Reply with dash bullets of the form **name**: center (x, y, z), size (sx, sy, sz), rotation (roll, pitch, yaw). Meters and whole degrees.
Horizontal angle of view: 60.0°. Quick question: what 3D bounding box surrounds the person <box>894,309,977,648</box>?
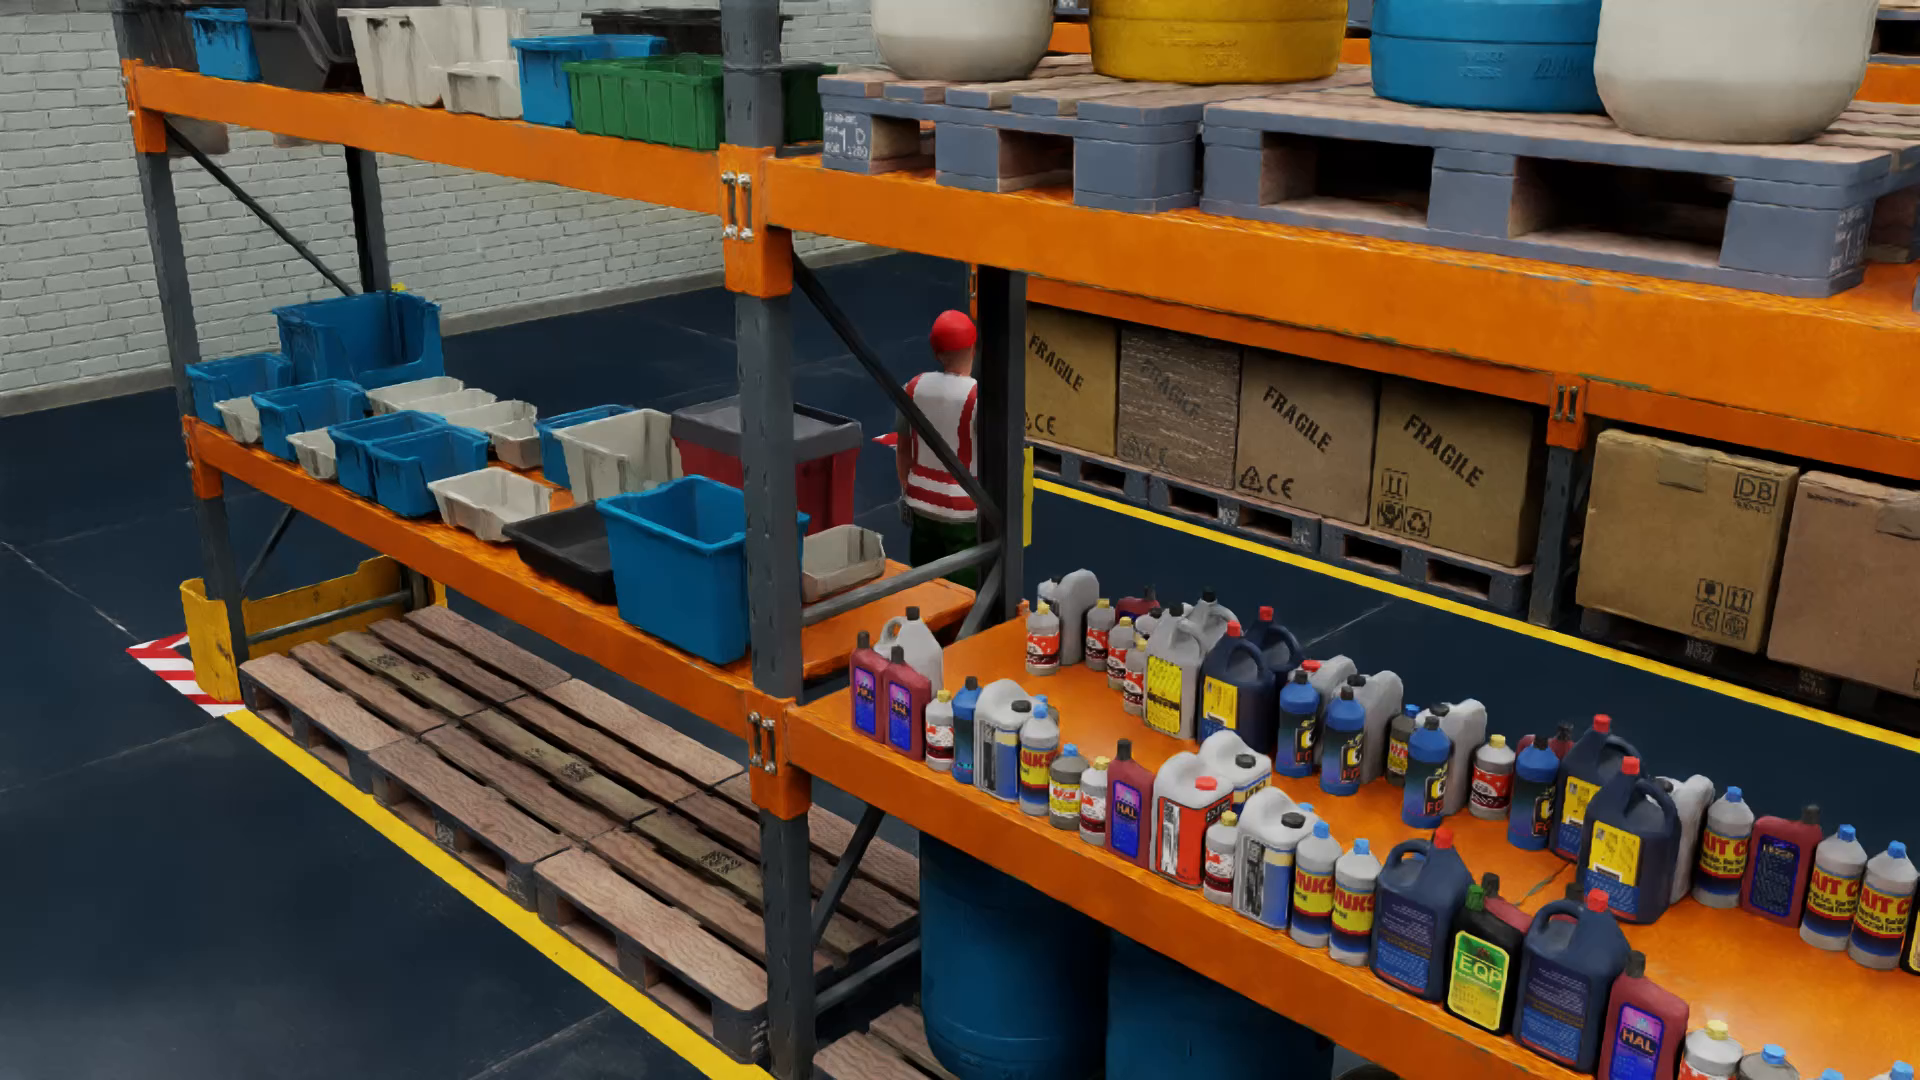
- **person**: center (-0.013, -0.128, 7.301), size (0.632, 1.797, 0.377), rotation (14, 25, 34)
